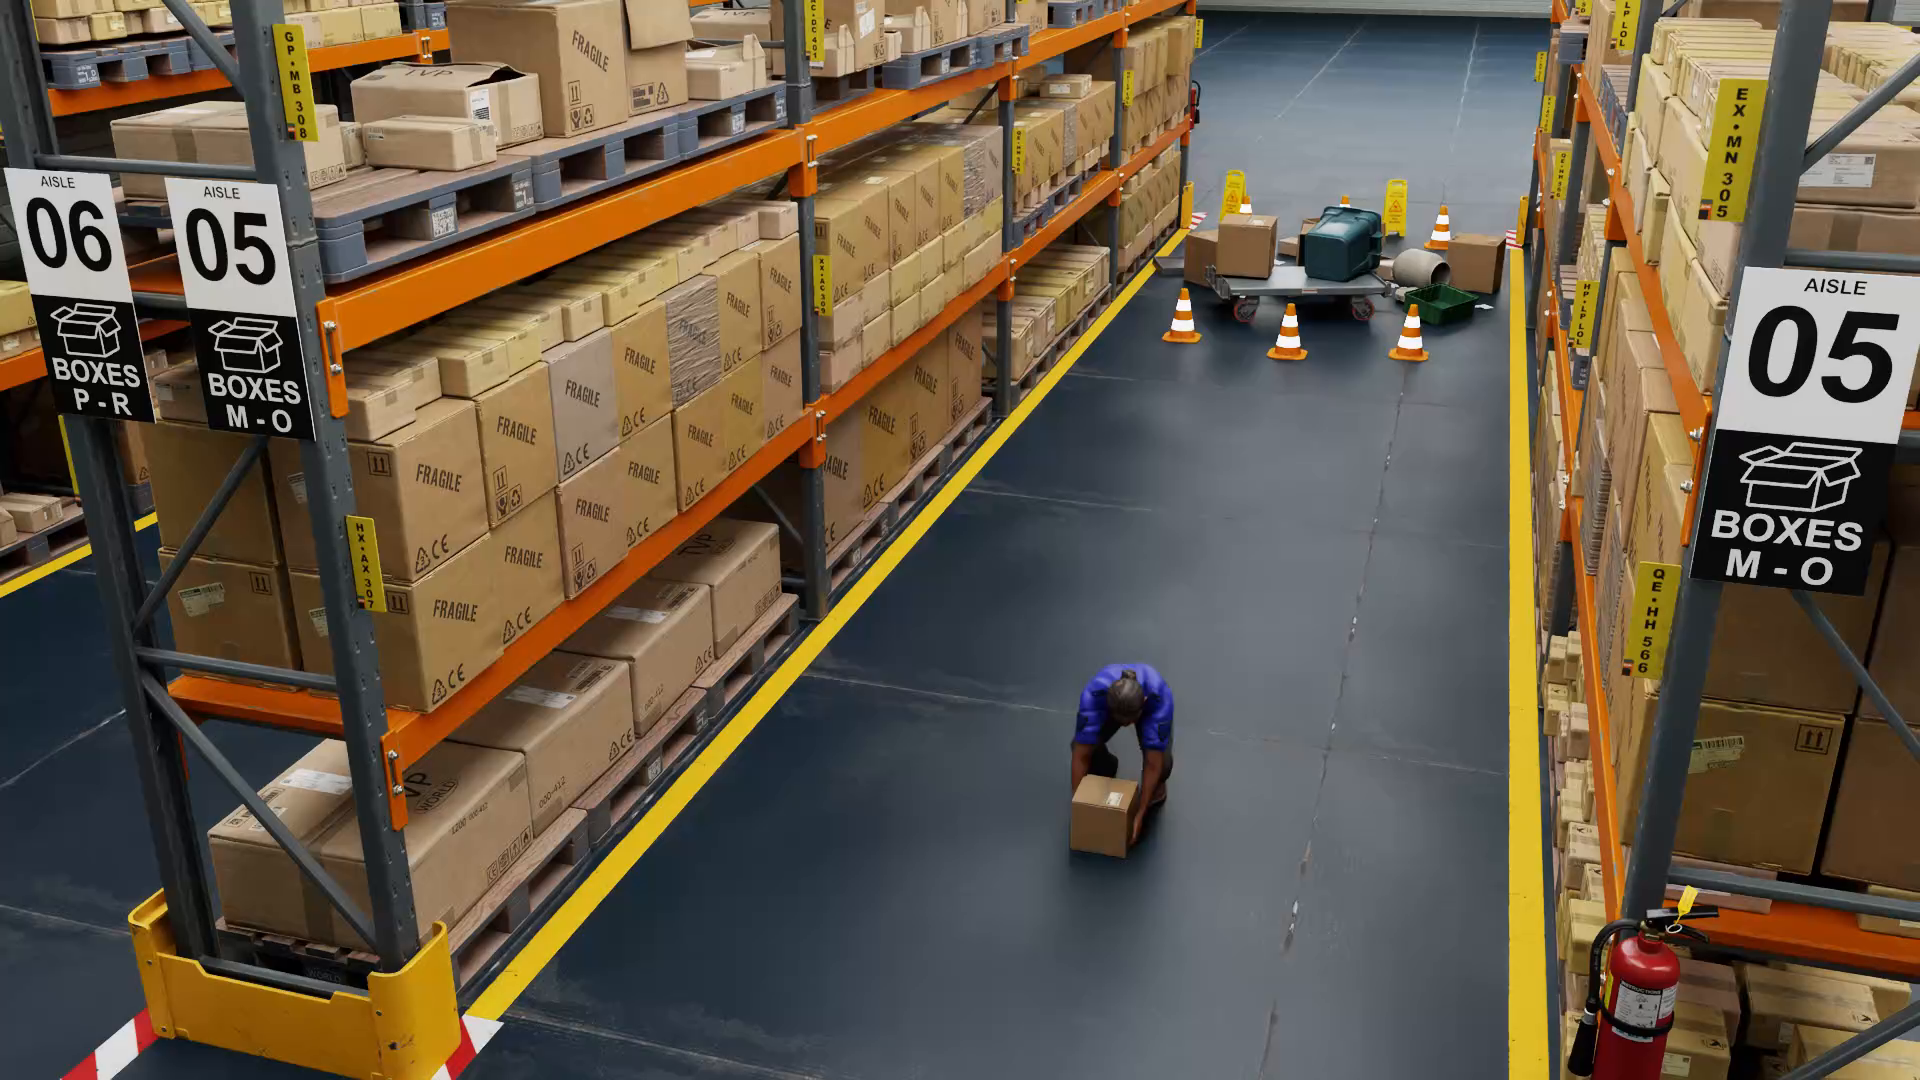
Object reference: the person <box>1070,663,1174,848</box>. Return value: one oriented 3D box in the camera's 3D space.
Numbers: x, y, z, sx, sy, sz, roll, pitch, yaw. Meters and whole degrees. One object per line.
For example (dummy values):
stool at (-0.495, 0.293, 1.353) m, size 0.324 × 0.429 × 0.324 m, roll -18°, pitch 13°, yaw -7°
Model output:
person at (0.759, 0.868, 7.624) m, size 0.471 × 0.810 × 0.811 m, roll 7°, pitch 23°, yaw 16°
